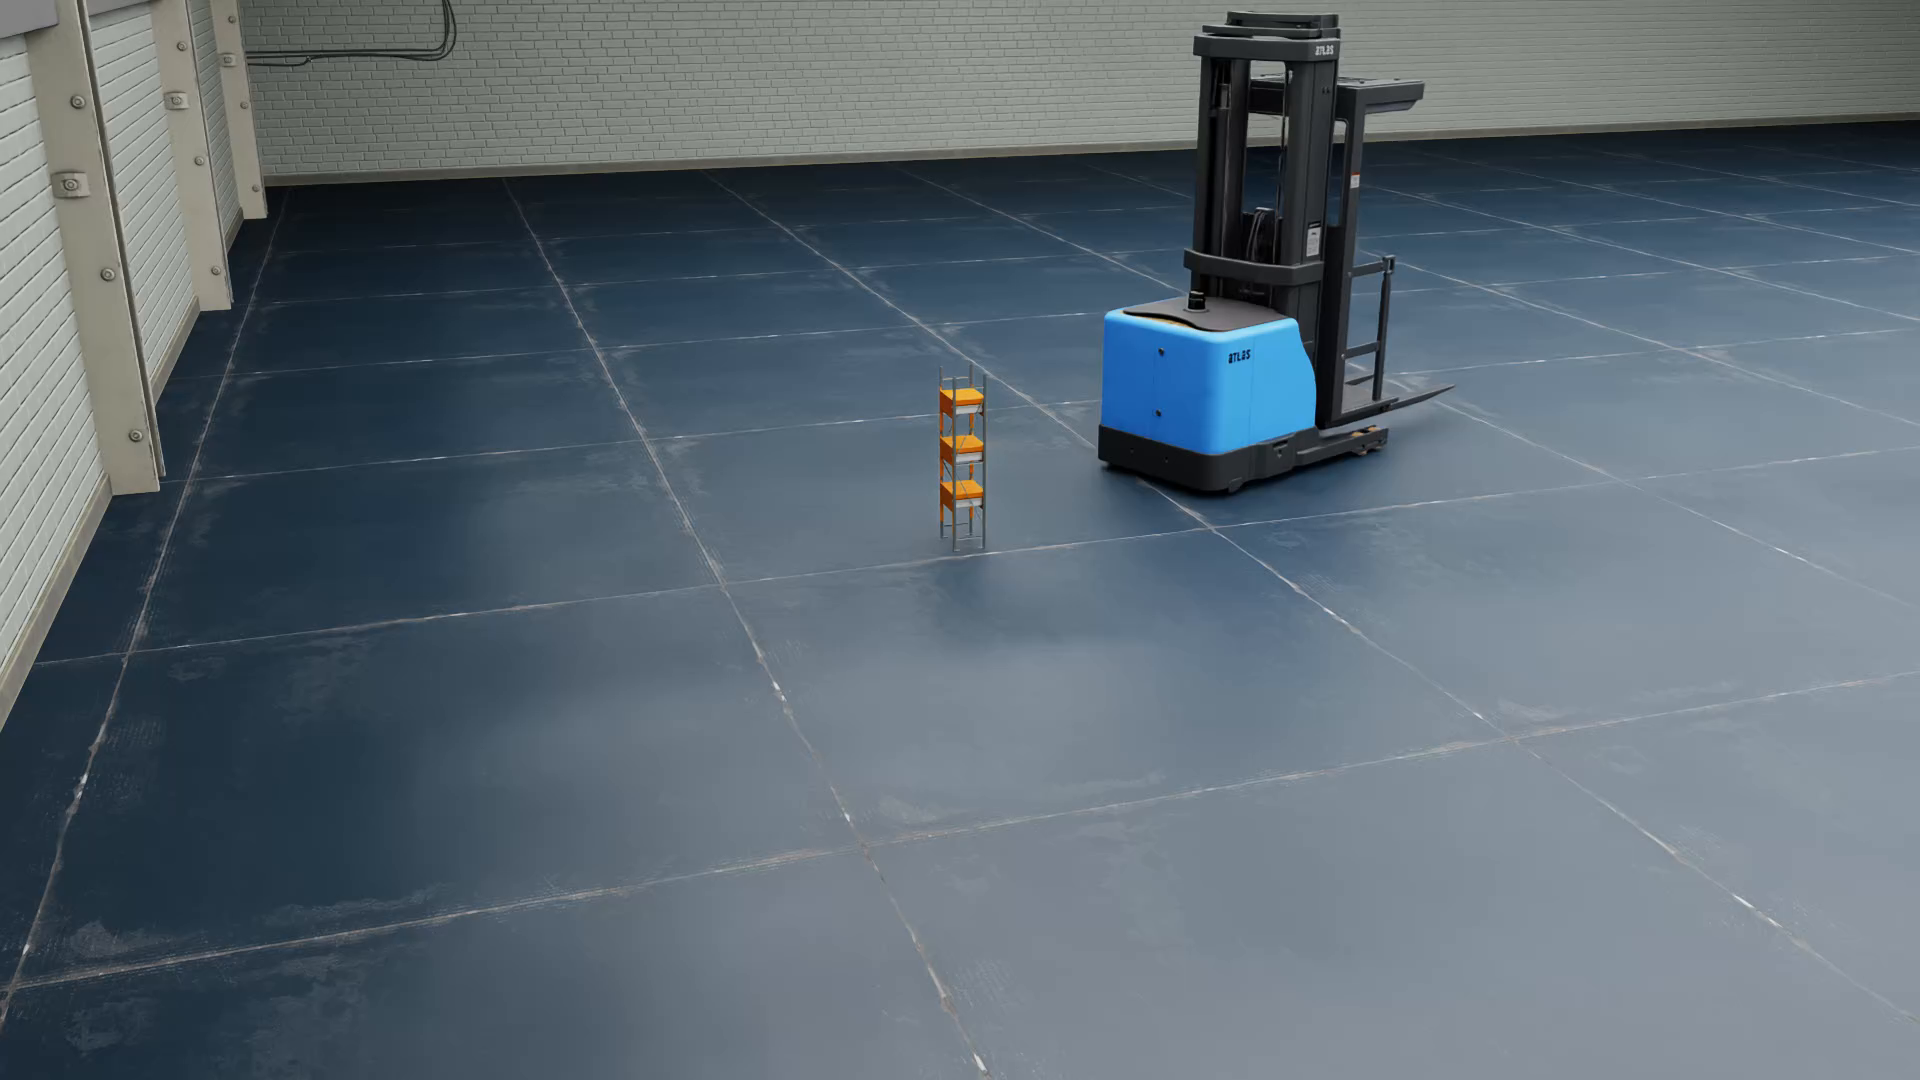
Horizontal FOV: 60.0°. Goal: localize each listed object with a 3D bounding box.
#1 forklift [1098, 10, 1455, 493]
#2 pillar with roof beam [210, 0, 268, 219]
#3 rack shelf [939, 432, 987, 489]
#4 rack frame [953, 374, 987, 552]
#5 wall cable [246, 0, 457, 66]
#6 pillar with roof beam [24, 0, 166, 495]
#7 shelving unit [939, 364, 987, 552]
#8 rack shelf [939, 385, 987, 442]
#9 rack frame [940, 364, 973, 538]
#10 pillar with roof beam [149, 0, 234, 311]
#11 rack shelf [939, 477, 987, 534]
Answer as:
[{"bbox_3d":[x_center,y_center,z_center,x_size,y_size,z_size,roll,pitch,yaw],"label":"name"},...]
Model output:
[{"bbox_3d":[2.370,-2.079,11.370,3.031,2.935,1.130,-17,26,-39],"label":"forklift"},{"bbox_3d":[-5.096,-8.907,21.403,9.100,9.000,0.400,-6,21,-17],"label":"pillar with roof beam"},{"bbox_3d":[0.017,-0.467,9.695,0.215,0.259,0.240,-6,21,-17],"label":"rack shelf"},{"bbox_3d":[0.055,-0.438,9.582,0.200,1.050,0.008,-6,21,-17],"label":"rack frame"},{"bbox_3d":[-8.854,-8.075,23.678,3.097,2.526,0.112,-6,21,-17],"label":"wall cable"},{"bbox_3d":[-1.325,-5.057,10.682,9.100,9.000,0.400,-6,21,-17],"label":"pillar with roof beam"},{"bbox_3d":[0.017,-0.477,9.691,0.215,1.050,0.252,-6,21,-17],"label":"shelving unit"},{"bbox_3d":[0.017,-0.734,9.599,0.215,0.259,0.240,-6,21,-17],"label":"rack shelf"},{"bbox_3d":[-0.022,-0.516,9.800,0.200,1.050,0.008,-6,21,-17],"label":"rack frame"},{"bbox_3d":[-3.210,-6.982,16.043,9.100,9.000,0.400,-6,21,-17],"label":"pillar with roof beam"},{"bbox_3d":[0.017,-0.205,9.789,0.215,0.259,0.240,-6,21,-17],"label":"rack shelf"}]
